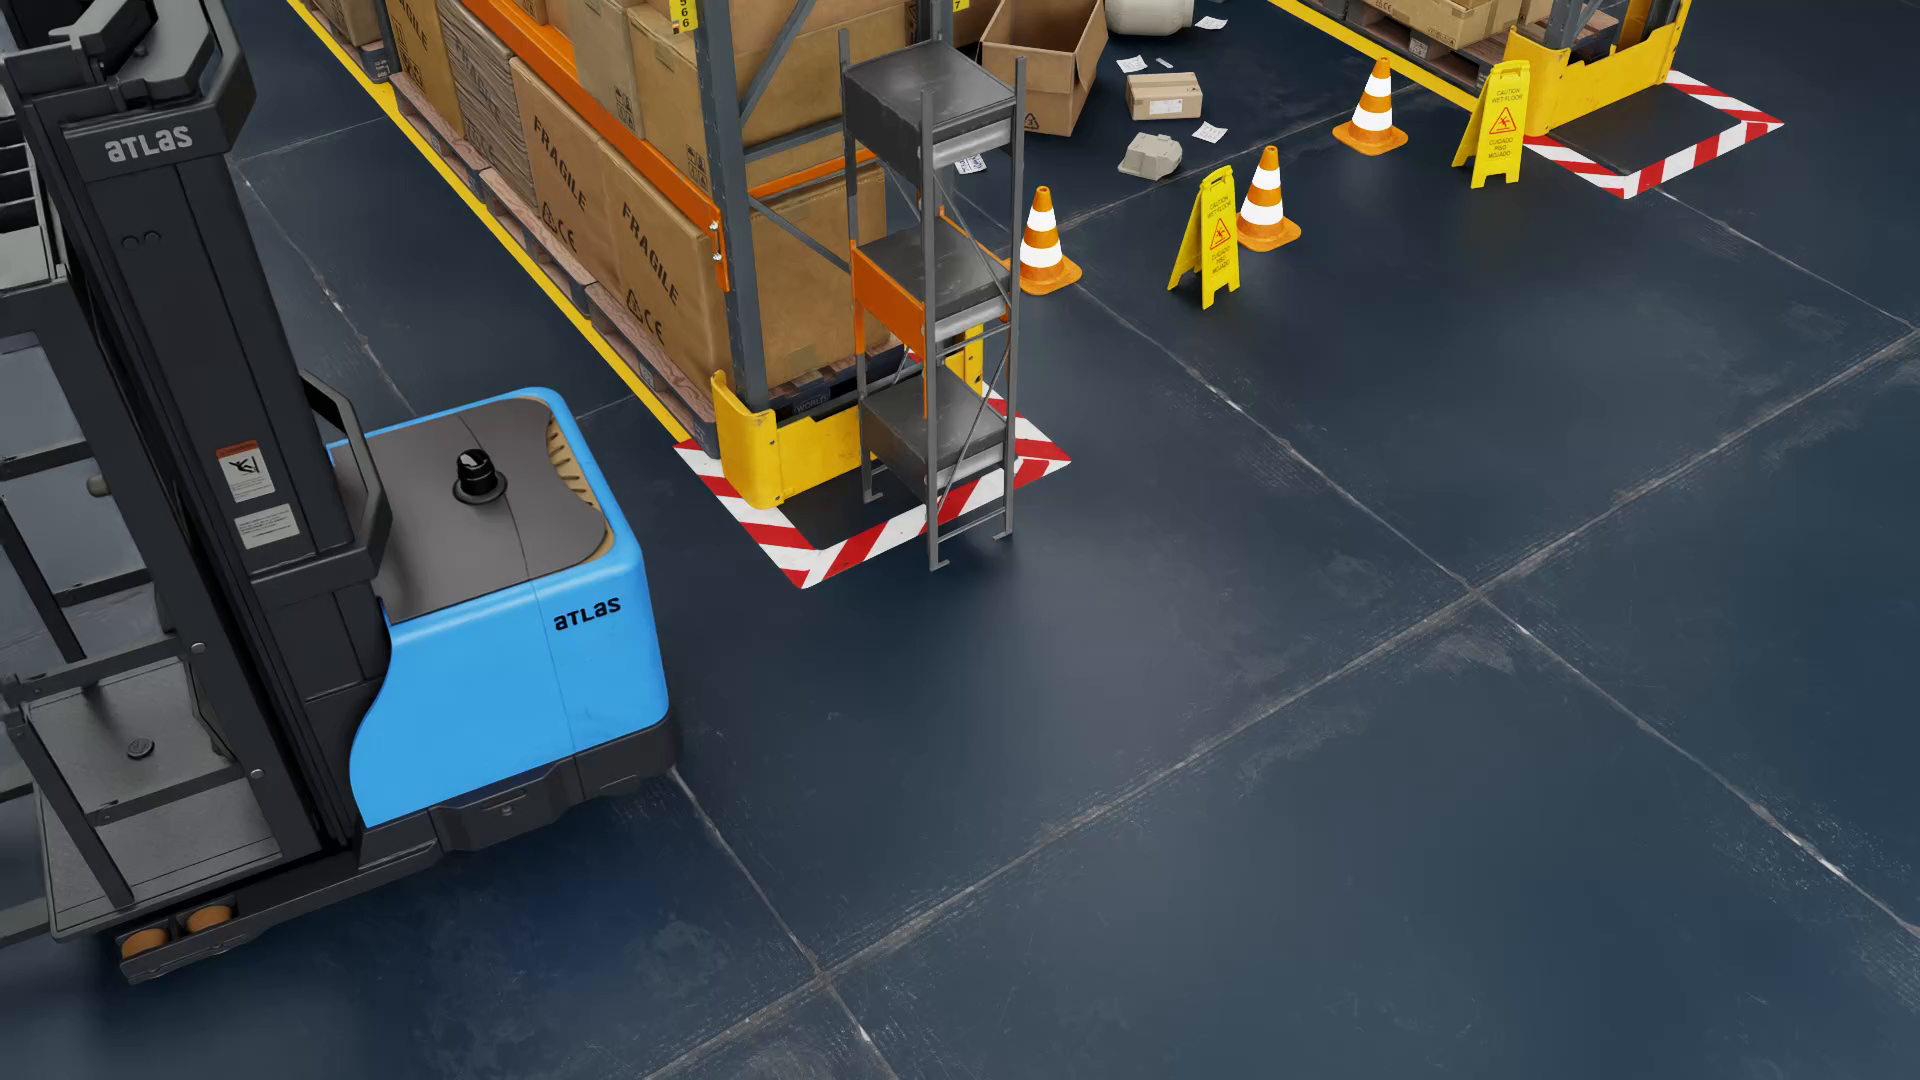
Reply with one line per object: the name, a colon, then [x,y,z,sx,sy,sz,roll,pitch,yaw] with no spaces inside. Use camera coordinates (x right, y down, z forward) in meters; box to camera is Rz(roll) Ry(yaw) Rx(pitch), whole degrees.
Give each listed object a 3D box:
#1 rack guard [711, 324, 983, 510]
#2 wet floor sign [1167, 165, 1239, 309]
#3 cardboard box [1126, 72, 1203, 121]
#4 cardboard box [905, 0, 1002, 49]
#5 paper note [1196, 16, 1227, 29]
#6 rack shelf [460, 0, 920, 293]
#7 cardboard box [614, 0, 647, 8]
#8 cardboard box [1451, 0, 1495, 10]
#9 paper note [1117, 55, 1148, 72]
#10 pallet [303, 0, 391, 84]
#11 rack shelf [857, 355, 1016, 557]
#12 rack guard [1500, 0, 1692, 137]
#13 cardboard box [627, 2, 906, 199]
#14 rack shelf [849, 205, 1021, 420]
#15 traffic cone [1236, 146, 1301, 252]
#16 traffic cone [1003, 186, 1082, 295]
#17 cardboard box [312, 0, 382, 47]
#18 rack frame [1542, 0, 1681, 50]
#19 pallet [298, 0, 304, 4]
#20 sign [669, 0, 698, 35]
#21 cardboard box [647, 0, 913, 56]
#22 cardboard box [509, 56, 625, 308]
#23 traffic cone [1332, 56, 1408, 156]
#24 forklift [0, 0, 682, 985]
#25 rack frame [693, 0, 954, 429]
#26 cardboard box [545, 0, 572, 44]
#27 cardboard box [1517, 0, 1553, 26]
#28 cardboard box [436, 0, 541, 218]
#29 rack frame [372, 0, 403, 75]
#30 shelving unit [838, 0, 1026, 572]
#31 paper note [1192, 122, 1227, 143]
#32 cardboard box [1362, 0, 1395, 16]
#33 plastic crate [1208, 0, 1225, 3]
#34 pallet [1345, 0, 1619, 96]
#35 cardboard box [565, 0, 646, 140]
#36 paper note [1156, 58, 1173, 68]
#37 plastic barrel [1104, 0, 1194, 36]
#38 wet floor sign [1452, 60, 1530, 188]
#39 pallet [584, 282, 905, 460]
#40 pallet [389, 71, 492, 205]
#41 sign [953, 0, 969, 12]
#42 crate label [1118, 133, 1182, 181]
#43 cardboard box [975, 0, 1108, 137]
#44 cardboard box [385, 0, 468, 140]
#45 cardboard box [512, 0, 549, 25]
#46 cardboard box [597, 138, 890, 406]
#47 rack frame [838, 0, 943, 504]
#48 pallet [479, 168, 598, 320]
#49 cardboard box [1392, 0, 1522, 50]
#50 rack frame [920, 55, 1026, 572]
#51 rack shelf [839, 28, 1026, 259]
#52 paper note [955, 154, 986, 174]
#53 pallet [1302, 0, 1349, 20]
rack guard: [-0.454,-0.616,7.034,1.175,0.500,0.348,-26,49,-24]
wet floor sign: [1.173,-1.448,7.800,0.267,0.644,0.232,-35,53,-31]
cardboard box: [1.129,-2.460,9.219,0.380,0.149,0.250,-3,44,-4]
cardboard box: [-0.088,-3.214,9.654,0.797,0.637,0.503,-26,49,-24]
paper note: [1.511,-3.107,9.982,0.148,0.019,0.142,26,49,25]
rack shelf: [-1.611,-2.407,7.620,1.077,0.370,4.000,-26,49,-24]
cardboard box: [-1.038,-2.479,6.284,0.875,0.550,0.550,-26,49,-24]
cardboard box: [2.863,-3.326,9.206,0.500,0.500,0.500,-25,49,-24]
paper note: [0.999,-2.758,9.625,0.148,0.019,0.142,-10,45,-11]
pallet: [-3.259,-3.198,9.947,1.003,0.211,1.213,-26,49,-24]
rack shelf: [-0.095,-0.337,6.616,0.431,0.518,0.480,-26,49,-24]
rack guard: [3.491,-2.686,9.201,1.175,0.500,0.348,-26,49,-24]
cardboard box: [-0.717,-1.781,6.334,0.875,0.550,0.550,-26,49,-24]
rack shelf: [-0.095,-0.843,6.133,0.431,0.518,0.480,-26,49,-24]
traffic cone: [1.515,-1.732,8.229,0.336,0.463,0.334,-26,49,-24]
traffic cone: [0.394,-1.478,7.963,0.336,0.463,0.334,-26,49,-24]
cardboard box: [-3.185,-3.454,9.521,1.050,0.750,0.750,-26,49,-25]
rack frame: [3.535,-3.547,8.293,1.000,3.000,0.127,-26,49,-24]
pallet: [-3.961,-3.890,10.672,1.003,0.211,1.213,-26,49,-24]
sign: [-0.920,-1.832,5.487,0.100,0.325,0.005,-26,49,-24]
cardboard box: [-0.648,-2.204,5.996,0.875,0.550,0.550,-26,49,-24]
cardboard box: [-1.415,-1.773,7.669,0.875,0.875,0.875,-26,50,-25]
traffic cone: [2.231,-2.363,8.890,0.336,0.463,0.334,-26,49,-24]
forklift: [-2.536,-0.086,4.717,3.031,2.935,1.130,-19,47,-19]
rack frame: [-0.467,-1.534,6.185,1.000,3.000,0.127,-26,49,-24]
cardboard box: [-1.267,-2.450,7.036,0.875,0.550,0.550,-26,49,-24]
cardboard box: [3.300,-3.270,9.690,0.500,0.250,0.500,-26,49,-25]
cardboard box: [-1.934,-2.290,8.211,0.875,0.875,0.875,-25,49,-24]
rack frame: [-2.756,-3.800,8.558,1.000,3.000,0.127,-26,49,-24]
shelving unit: [-0.095,-0.853,6.123,0.431,2.100,0.503,-26,49,-24]
paper note: [1.361,-2.222,9.055,0.142,0.019,0.148,26,49,25]
cardboard box: [2.562,-3.352,9.776,0.500,0.250,0.500,-26,49,-24]
plastic crate: [1.472,-3.543,10.403,0.583,0.080,0.402,26,49,25]
pallet: [3.056,-3.055,9.798,1.003,0.211,1.213,-26,49,-24]
cardboard box: [-1.049,-2.083,6.652,0.875,0.550,0.550,-26,49,-24]
paper note: [1.184,-2.765,9.639,0.032,0.001,0.123,-26,49,-24]
plastic barrel: [1.111,-3.187,9.781,0.512,0.421,0.421,4,44,4]
wet floor sign: [2.766,-2.165,8.550,0.267,0.644,0.232,-10,45,-11]
pallet: [-0.989,-0.947,7.590,1.003,0.211,1.213,-26,49,-24]
pallet: [-2.385,-2.329,9.037,1.003,0.211,1.213,-26,49,-24]
sign: [-0.009,-2.092,6.085,0.100,0.325,0.005,-26,49,-24]
crate label: [1.014,-2.035,8.782,0.298,0.136,0.250,18,47,18]
cardboard box: [0.454,-2.638,9.149,0.637,0.503,0.797,11,45,11]
cardboard box: [-2.453,-2.799,8.744,0.875,0.875,0.875,-25,49,-24]
cardboard box: [-1.604,-2.734,7.333,0.875,0.550,0.500,-26,49,-24]
cardboard box: [-0.909,-1.275,7.148,0.875,0.875,0.875,-25,49,-24]
rack frame: [-0.234,-0.991,6.268,0.400,2.100,0.015,-26,49,-24]
pallet: [-1.683,-1.638,8.313,1.003,0.211,1.213,-26,49,-24]
cardboard box: [2.838,-3.069,9.480,0.500,0.250,0.500,-26,49,-25]
rack frame: [0.045,-0.715,5.978,0.400,2.100,0.015,-26,49,-24]
rack shelf: [-0.095,-1.350,5.649,0.431,0.518,0.480,-26,49,-24]
paper note: [0.052,-1.995,8.819,0.144,0.017,0.142,-10,45,-11]
pallet: [2.362,-3.746,10.521,1.003,0.211,1.213,-26,49,-24]
